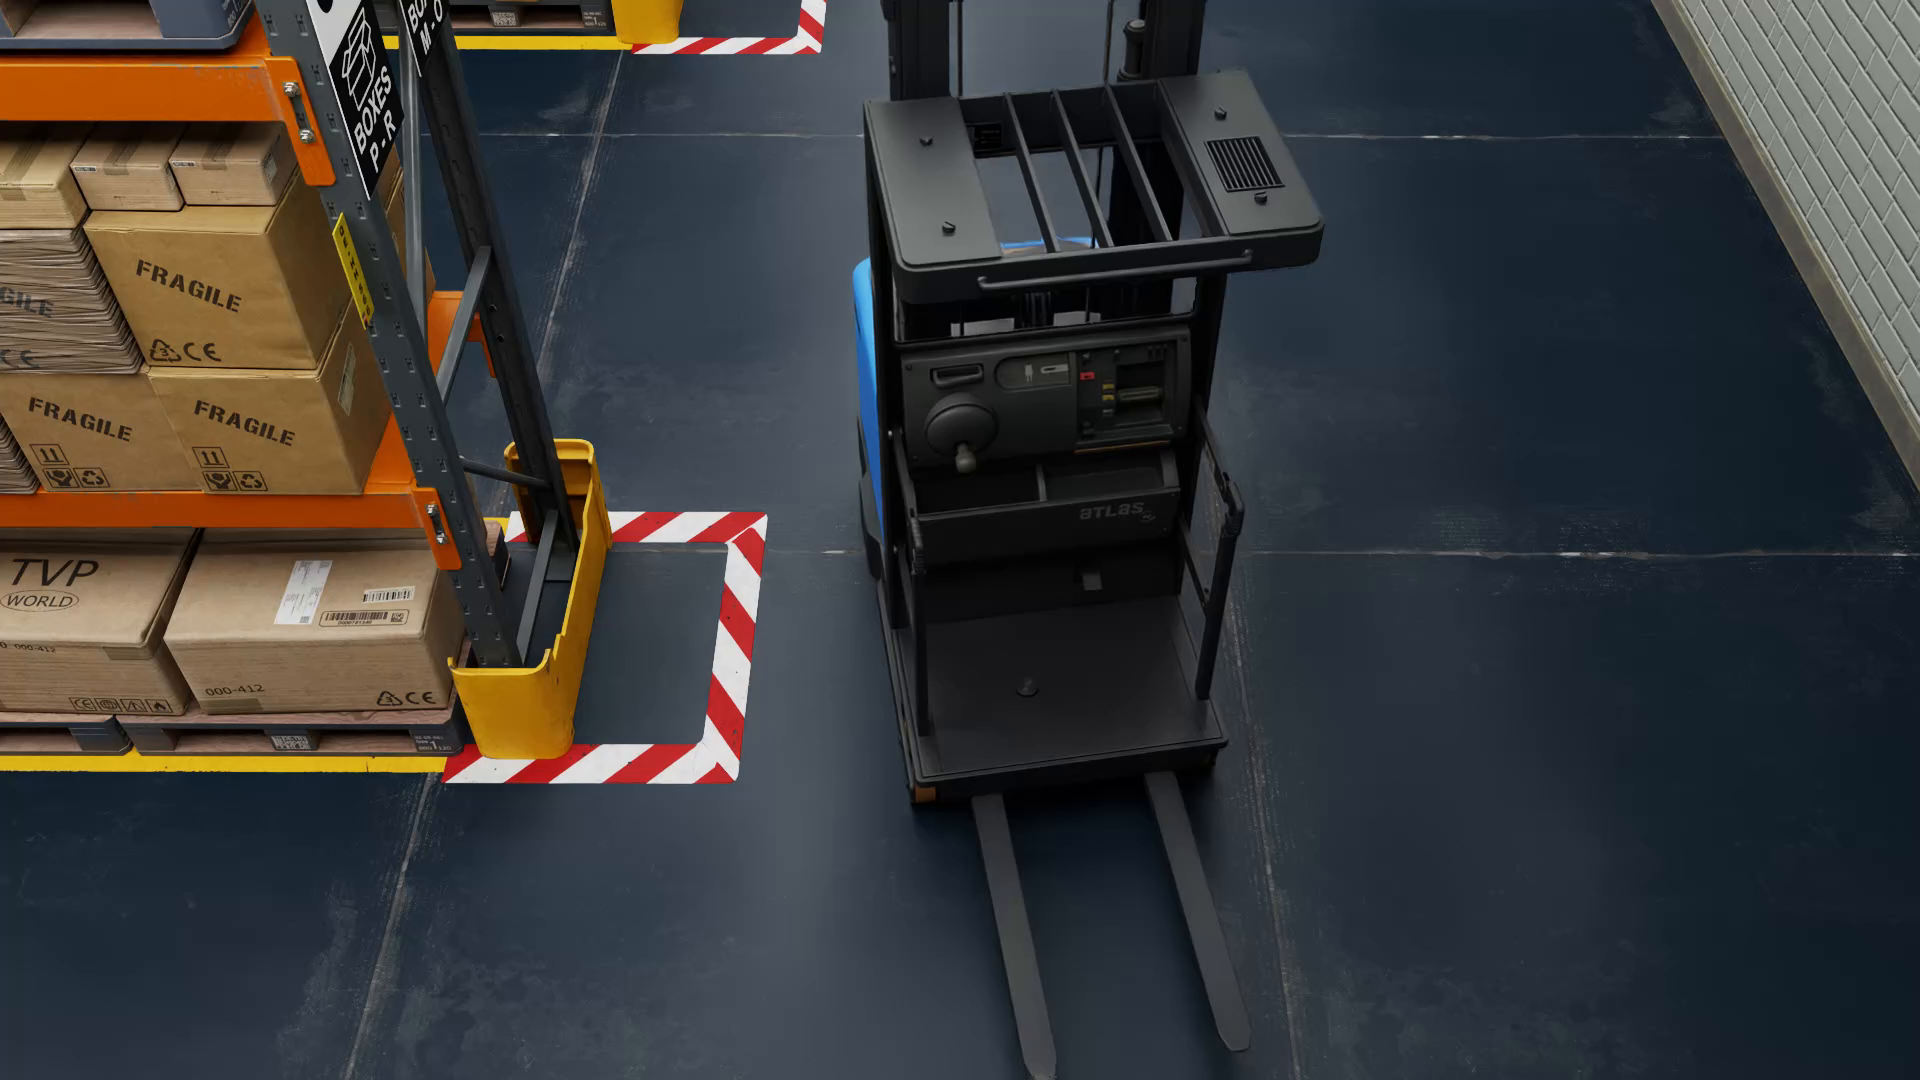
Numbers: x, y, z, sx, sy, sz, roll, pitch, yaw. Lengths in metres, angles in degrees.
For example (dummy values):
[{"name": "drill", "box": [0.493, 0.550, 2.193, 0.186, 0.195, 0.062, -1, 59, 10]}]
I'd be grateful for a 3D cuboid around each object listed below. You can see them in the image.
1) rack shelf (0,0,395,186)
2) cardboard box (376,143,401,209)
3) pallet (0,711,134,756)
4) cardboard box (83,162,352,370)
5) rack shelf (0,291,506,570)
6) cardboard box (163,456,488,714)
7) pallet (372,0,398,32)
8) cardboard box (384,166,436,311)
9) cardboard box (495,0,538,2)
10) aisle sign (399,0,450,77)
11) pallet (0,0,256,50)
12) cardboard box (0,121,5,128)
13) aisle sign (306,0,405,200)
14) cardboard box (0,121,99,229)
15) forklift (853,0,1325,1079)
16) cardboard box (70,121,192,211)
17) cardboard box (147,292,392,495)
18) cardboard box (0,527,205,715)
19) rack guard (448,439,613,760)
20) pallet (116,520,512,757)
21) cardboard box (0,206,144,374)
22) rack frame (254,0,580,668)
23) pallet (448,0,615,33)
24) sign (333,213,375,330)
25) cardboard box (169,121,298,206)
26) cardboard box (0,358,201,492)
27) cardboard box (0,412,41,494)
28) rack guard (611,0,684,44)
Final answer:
[{"name": "rack shelf", "box": [-3.625, -1.430, 4.555, 4.000, 0.370, 1.077, 0, 47, 0]}, {"name": "cardboard box", "box": [-2.103, -1.233, 5.178, 0.500, 0.500, 0.500, -1, 47, -1]}, {"name": "pallet", "box": [-3.641, 0.352, 6.359, 1.213, 0.211, 1.003, 0, 47, 0]}, {"name": "cardboard box", "box": [-2.107, -0.850, 4.821, 0.500, 0.500, 0.500, 2, 47, 1]}, {"name": "rack shelf", "box": [-3.625, -0.408, 5.653, 4.000, 0.370, 1.077, 0, 47, 0]}, {"name": "cardboard box", "box": [-2.285, 0.153, 6.103, 0.875, 0.438, 0.875, -1, 47, -1]}, {"name": "pallet", "box": [-3.812, -3.355, 9.810, 1.213, 0.211, 1.003, 0, 47, 0]}, {"name": "cardboard box", "box": [-2.103, -0.894, 5.545, 0.500, 0.500, 0.500, 0, 47, 0]}, {"name": "cardboard box", "box": [-2.492, -3.219, 9.438, 0.250, 0.149, 0.380, 1, 47, 1]}, {"name": "aisle sign", "box": [-1.551, -1.746, 4.631, 0.004, 0.787, 0.394, 0, 47, 0]}, {"name": "pallet", "box": [-2.366, -1.634, 4.314, 1.213, 0.211, 1.003, 0, 47, 0]}, {"name": "cardboard box", "box": [-2.748, -1.051, 4.566, 0.250, 0.149, 0.380, 1, 47, 1]}, {"name": "aisle sign", "box": [-1.554, -1.307, 4.222, 0.004, 0.787, 0.394, 0, 47, 0]}, {"name": "cardboard box", "box": [-2.497, -1.020, 4.537, 0.250, 0.149, 0.380, 0, 47, 0]}, {"name": "forklift", "box": [0.316, -0.346, 5.151, 1.130, 2.935, 3.031, -7, 47, -6]}, {"name": "cardboard box", "box": [-2.238, -1.081, 4.594, 0.250, 0.149, 0.380, 1, 47, 1]}, {"name": "cardboard box", "box": [-2.108, -0.490, 5.169, 0.500, 0.500, 0.500, 0, 47, 0]}, {"name": "cardboard box", "box": [-3.200, 0.157, 6.099, 0.875, 0.438, 0.875, 1, 47, 1]}, {"name": "rack guard", "box": [-1.601, 0.204, 6.300, 0.348, 0.500, 1.175, 0, 47, 0]}, {"name": "pallet", "box": [-2.424, 0.357, 6.354, 1.213, 0.211, 1.003, 0, 47, 0]}, {"name": "cardboard box", "box": [-2.630, -0.830, 4.803, 0.500, 0.500, 0.500, 0, 47, 0]}, {"name": "rack frame", "box": [-1.625, -0.648, 5.385, 0.127, 3.000, 1.000, 0, 47, 0]}, {"name": "pallet", "box": [-2.595, -3.350, 9.805, 1.213, 0.211, 1.003, 0, 47, 0]}, {"name": "sign", "box": [-1.640, -0.726, 4.505, 0.005, 0.325, 0.100, 0, 47, 0]}, {"name": "cardboard box", "box": [-1.984, -1.098, 4.609, 0.250, 0.149, 0.380, 1, 47, 1]}, {"name": "cardboard box", "box": [-2.610, -0.502, 5.181, 0.500, 0.500, 0.500, -1, 47, -1]}, {"name": "cardboard box", "box": [-3.124, -0.496, 5.175, 0.500, 0.500, 0.500, 1, 47, 1]}, {"name": "rack guard", "box": [-1.783, -3.420, 9.673, 0.348, 0.500, 1.175, 0, 47, 0]}]
